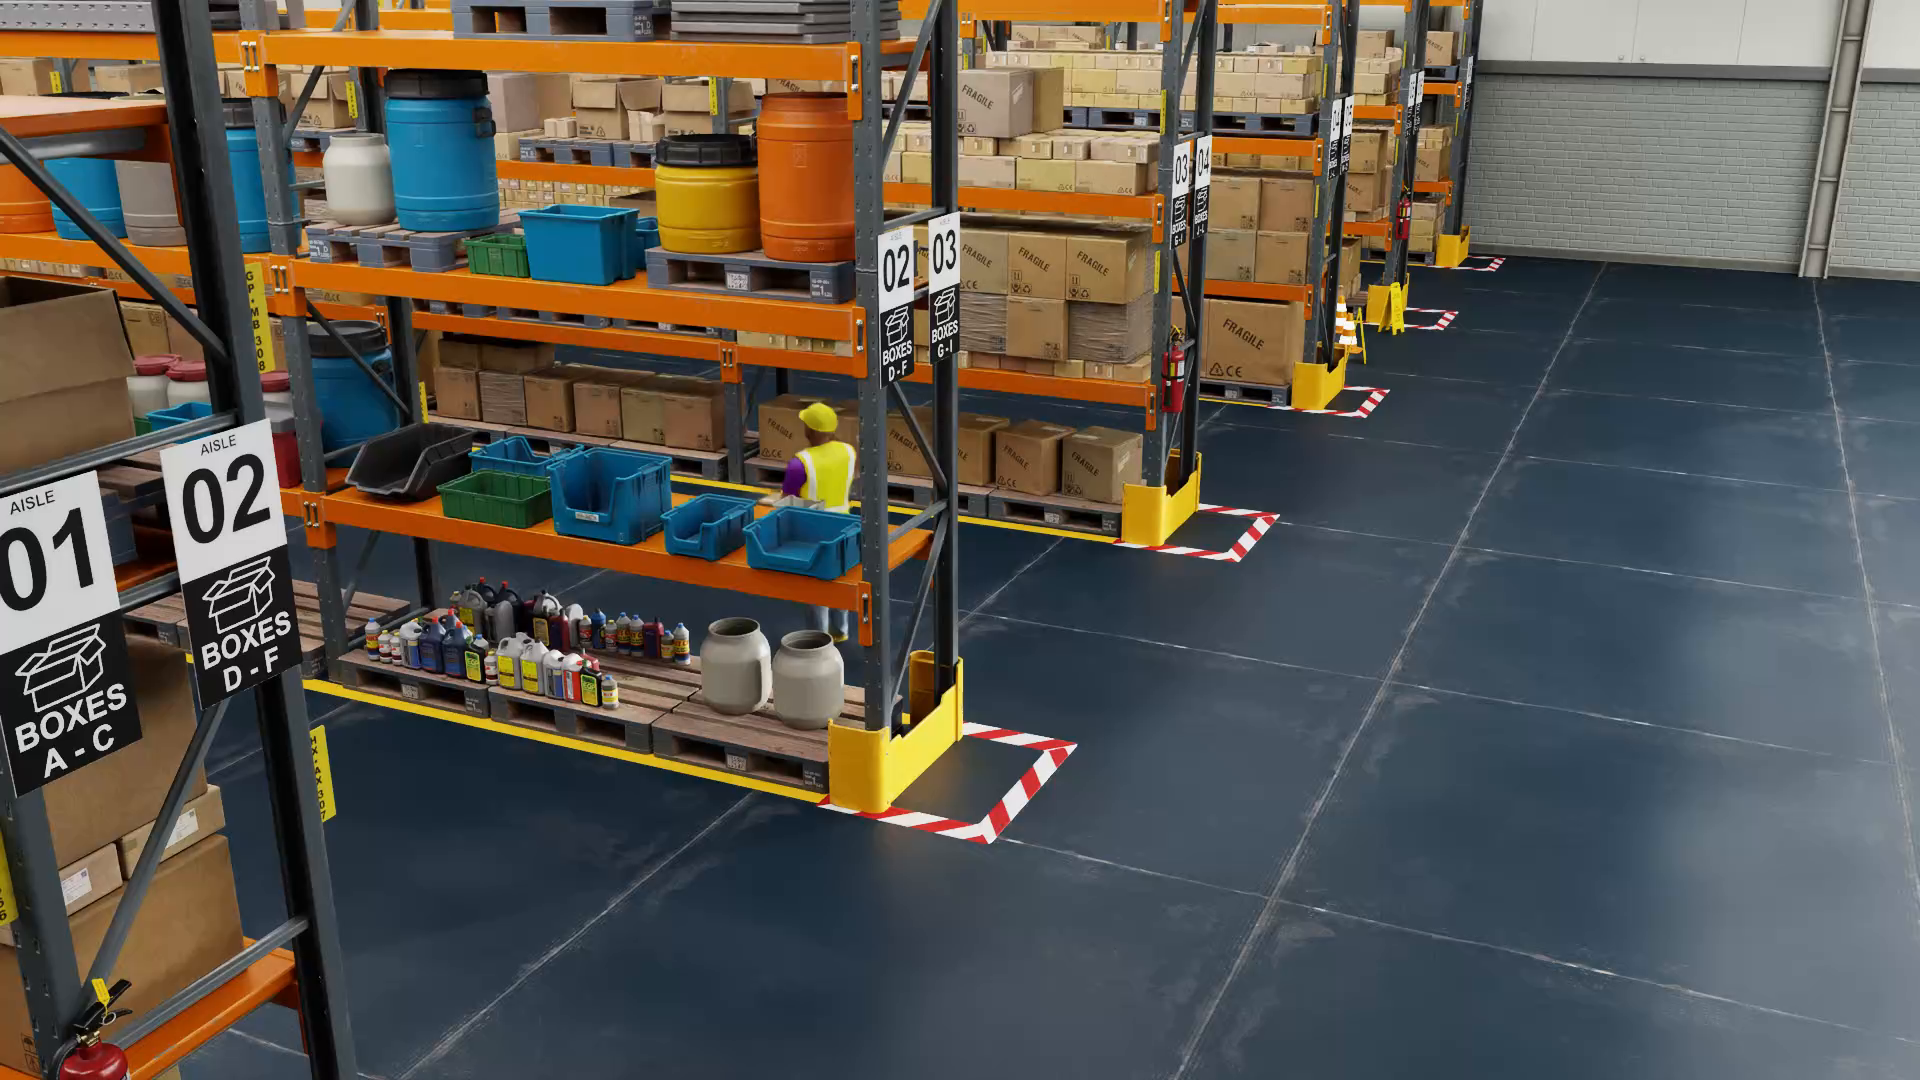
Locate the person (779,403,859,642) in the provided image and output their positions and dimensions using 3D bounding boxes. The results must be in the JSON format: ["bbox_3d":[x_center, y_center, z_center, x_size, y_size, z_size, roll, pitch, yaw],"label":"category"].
[{"bbox_3d":[-0.997,-0.097,11.298,0.537,1.771,0.538,-15,24,-37],"label":"person"}]
